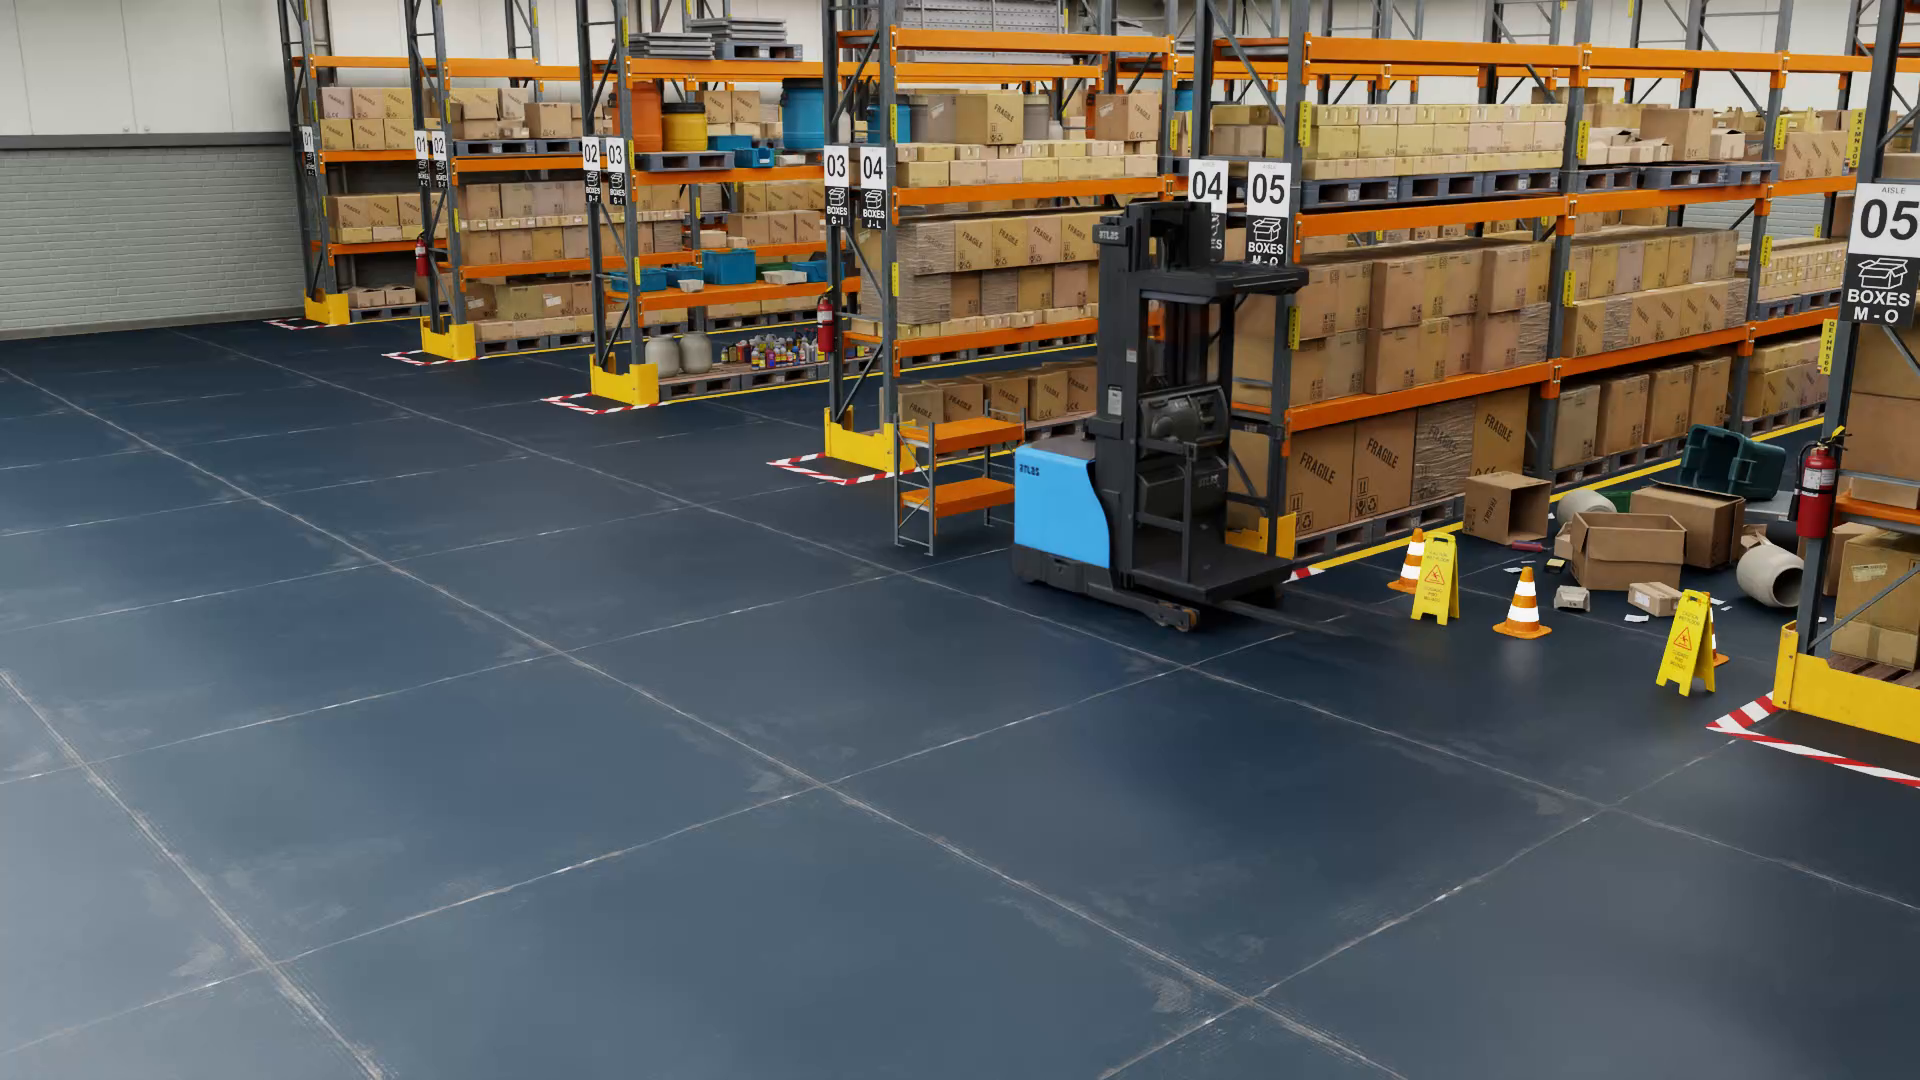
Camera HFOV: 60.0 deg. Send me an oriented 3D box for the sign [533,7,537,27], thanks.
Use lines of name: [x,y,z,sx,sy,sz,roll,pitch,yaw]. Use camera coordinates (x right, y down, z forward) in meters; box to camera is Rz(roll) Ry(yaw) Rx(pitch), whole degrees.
sign: [-7.390,-9.102,28.924,0.005,0.325,0.100,-13,19,-39]

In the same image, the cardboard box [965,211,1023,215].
cardboard box: [0.392,-3.322,18.166,0.500,0.500,0.500,-13,19,-39]

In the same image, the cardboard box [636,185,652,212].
cardboard box: [-5.189,-5.372,25.841,0.500,0.500,0.700,-13,20,-39]

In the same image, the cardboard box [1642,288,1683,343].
cardboard box: [6.918,-2.288,16.809,0.500,0.500,0.500,-12,19,-39]

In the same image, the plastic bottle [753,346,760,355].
plastic bottle: [-2.740,-2.513,22.417,0.097,0.201,0.097,0,15,0]

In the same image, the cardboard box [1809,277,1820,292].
cardboard box: [9.688,-2.968,19.221,0.250,0.149,0.380,-12,19,-39]

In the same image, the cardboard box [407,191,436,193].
cardboard box: [-9.381,-5.823,29.036,0.500,0.500,0.500,-12,19,-39]

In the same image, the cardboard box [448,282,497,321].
cardboard box: [-7.286,-3.567,24.853,0.500,0.500,0.500,-13,19,-39]

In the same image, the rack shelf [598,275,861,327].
rack shelf: [-2.738,-3.208,21.840,4.000,0.370,1.077,-13,19,-39]

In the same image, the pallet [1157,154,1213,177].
pallet: [2.558,-4.372,19.357,1.003,0.211,1.213,-13,19,-39]

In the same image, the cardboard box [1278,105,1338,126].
cardboard box: [2.645,-3.228,12.645,0.250,0.149,0.380,-12,19,-39]

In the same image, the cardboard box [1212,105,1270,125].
cardboard box: [2.216,-3.357,13.127,0.250,0.149,0.380,-12,19,-39]

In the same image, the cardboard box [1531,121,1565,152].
cardboard box: [4.999,-3.585,14.755,0.500,0.250,0.500,-13,20,-40]

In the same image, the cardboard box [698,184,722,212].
cardboard box: [-5.063,-6.680,32.398,0.700,0.500,0.500,13,20,40]

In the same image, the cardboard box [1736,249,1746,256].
cardboard box: [8.876,-3.298,19.306,0.250,0.149,0.380,-12,19,-38]

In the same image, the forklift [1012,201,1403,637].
forklift: [1.778,-0.910,11.977,1.130,2.935,3.031,-13,20,-41]

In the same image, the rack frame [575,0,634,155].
rack frame: [-4.247,-6.115,19.705,0.127,3.000,1.000,-13,19,-39]

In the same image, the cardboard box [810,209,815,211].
cardboard box: [-3.165,-6.661,33.824,0.250,0.149,0.380,-13,19,-39]

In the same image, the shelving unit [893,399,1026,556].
shelving unit: [0.005,-0.545,14.109,1.048,1.125,0.538,-13,19,-39]

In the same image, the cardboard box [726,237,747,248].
cardboard box: [-3.675,-4.848,27.074,0.250,0.149,0.380,-13,19,-39]

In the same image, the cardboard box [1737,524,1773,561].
cardboard box: [6.504,0.040,13.584,0.258,0.266,0.396,2,15,9]

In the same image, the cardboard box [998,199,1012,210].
cardboard box: [0.576,-6.300,31.015,0.500,0.500,0.700,-9,17,-31]

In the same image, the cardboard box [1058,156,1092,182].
cardboard box: [1.068,-4.005,17.908,0.500,0.250,0.500,-13,20,-40]

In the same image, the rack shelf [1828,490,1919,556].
rack shelf: [7.019,-0.314,11.008,4.000,0.370,1.077,-13,19,-39]

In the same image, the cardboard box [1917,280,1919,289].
cardboard box: [11.978,-3.279,21.200,0.250,0.149,0.380,-14,20,-42]

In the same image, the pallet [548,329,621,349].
pallet: [-6.026,-3.178,25.737,1.213,0.211,1.003,-13,19,-39]

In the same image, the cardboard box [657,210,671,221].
cardboard box: [-4.730,-5.091,26.048,0.250,0.149,0.380,-13,20,-41]

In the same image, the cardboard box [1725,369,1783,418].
cardboard box: [8.920,-1.690,18.795,0.500,0.500,0.500,-14,20,-42]

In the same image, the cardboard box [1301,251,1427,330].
cardboard box: [3.356,-2.099,13.911,0.550,0.550,0.875,-13,19,-39]

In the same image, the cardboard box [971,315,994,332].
cardboard box: [0.144,-2.298,17.528,0.250,0.149,0.380,-13,19,-39]

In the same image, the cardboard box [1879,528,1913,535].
cardboard box: [6.335,0.165,10.882,0.500,0.500,0.500,-12,19,-37]

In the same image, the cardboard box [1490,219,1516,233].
cardboard box: [7.581,-4.708,23.926,0.637,0.503,0.797,-13,20,-41]

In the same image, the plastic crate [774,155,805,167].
plastic crate: [-2.175,-4.865,21.350,0.396,0.136,0.243,-13,19,-39]

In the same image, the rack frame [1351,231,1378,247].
rack frame: [5.040,-3.607,21.943,0.127,3.000,1.000,-13,19,-39]

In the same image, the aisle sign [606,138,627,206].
aisle sign: [-4.109,-4.403,19.885,0.004,0.787,0.394,-13,19,-39]

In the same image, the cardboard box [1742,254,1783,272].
cardboard box: [8.896,-3.080,18.490,0.250,0.149,0.380,-13,20,-41]

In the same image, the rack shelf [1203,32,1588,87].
rack shelf: [3.693,-3.966,13.829,4.000,0.370,1.077,-13,19,-39]

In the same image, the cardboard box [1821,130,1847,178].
cardboard box: [9.571,-4.339,18.675,0.500,0.500,0.500,-13,19,-39]

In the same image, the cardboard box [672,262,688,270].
cardboard box: [-5.689,-5.309,32.303,0.500,0.500,0.700,-13,20,-39]

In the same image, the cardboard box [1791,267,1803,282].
cardboard box: [9.308,-3.028,18.869,0.250,0.149,0.380,-13,19,-39]

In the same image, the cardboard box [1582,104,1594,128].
cardboard box: [9.017,-6.268,24.891,0.500,0.500,0.700,-11,19,-37]

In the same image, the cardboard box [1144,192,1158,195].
cardboard box: [3.651,-7.120,32.961,0.500,0.500,0.500,-12,19,-38]

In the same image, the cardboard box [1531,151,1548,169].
cardboard box: [4.947,-3.359,14.681,0.250,0.149,0.380,-12,19,-38]

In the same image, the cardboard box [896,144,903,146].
cardboard box: [-0.717,-3.951,16.933,0.250,0.149,0.380,-13,20,-41]

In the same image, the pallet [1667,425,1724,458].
pallet: [7.575,-1.159,18.179,1.213,0.211,1.003,-13,19,-39]

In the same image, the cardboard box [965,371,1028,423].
cardboard box: [0.400,-1.560,18.309,0.500,0.500,0.500,-10,18,-34]

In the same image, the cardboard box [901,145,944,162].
cardboard box: [-0.377,-3.848,16.550,0.250,0.149,0.380,-12,19,-38]

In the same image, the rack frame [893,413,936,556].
rack frame: [-0.378,-0.458,13.787,0.032,1.125,0.500,-13,19,-39]

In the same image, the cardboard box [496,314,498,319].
cardboard box: [-6.915,-3.291,25.274,0.500,0.250,0.500,-13,19,-39]

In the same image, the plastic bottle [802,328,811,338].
plastic bottle: [-2.110,-2.771,23.092,0.185,0.351,0.144,-12,19,-38]

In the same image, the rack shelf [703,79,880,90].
rack shelf: [-3.206,-9.197,33.412,4.000,0.370,1.077,-13,19,-39]

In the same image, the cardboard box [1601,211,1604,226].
cardboard box: [9.771,-5.194,26.143,0.500,0.500,0.500,-13,20,-41]

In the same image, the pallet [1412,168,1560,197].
pallet: [4.578,-3.217,14.840,1.213,0.211,1.003,-13,19,-39]

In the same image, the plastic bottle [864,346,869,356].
plastic bottle: [-1.298,-2.633,22.863,0.097,0.201,0.097,0,15,0]

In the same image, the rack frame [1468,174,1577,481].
rack frame: [5.202,-1.947,15.727,0.127,3.000,1.000,-13,19,-39]
